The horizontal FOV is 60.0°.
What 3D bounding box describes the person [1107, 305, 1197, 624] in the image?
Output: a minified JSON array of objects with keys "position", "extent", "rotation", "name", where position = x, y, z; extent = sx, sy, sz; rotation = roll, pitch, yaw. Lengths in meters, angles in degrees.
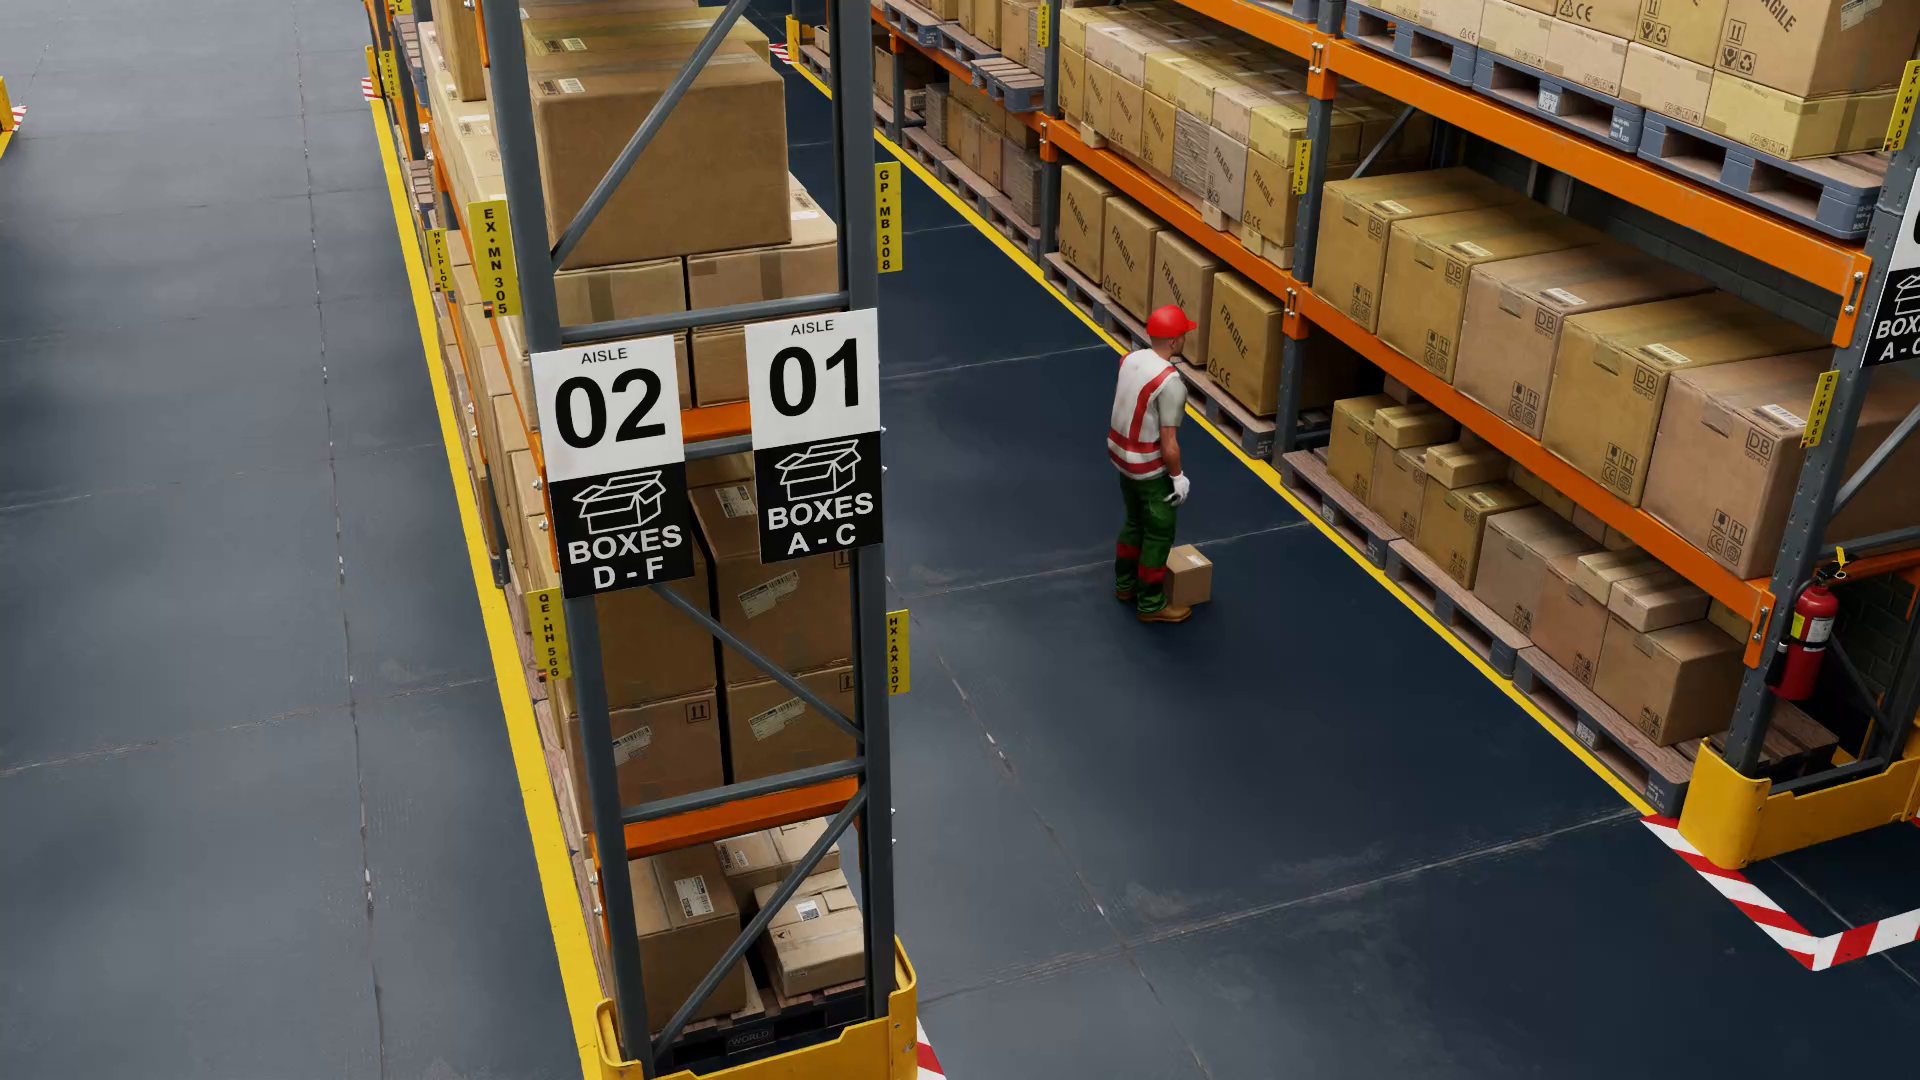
[{"position":[1.047,-0.421,9.075],"extent":[0.452,1.779,0.618],"rotation":[-12,32,-21],"name":"person"}]
